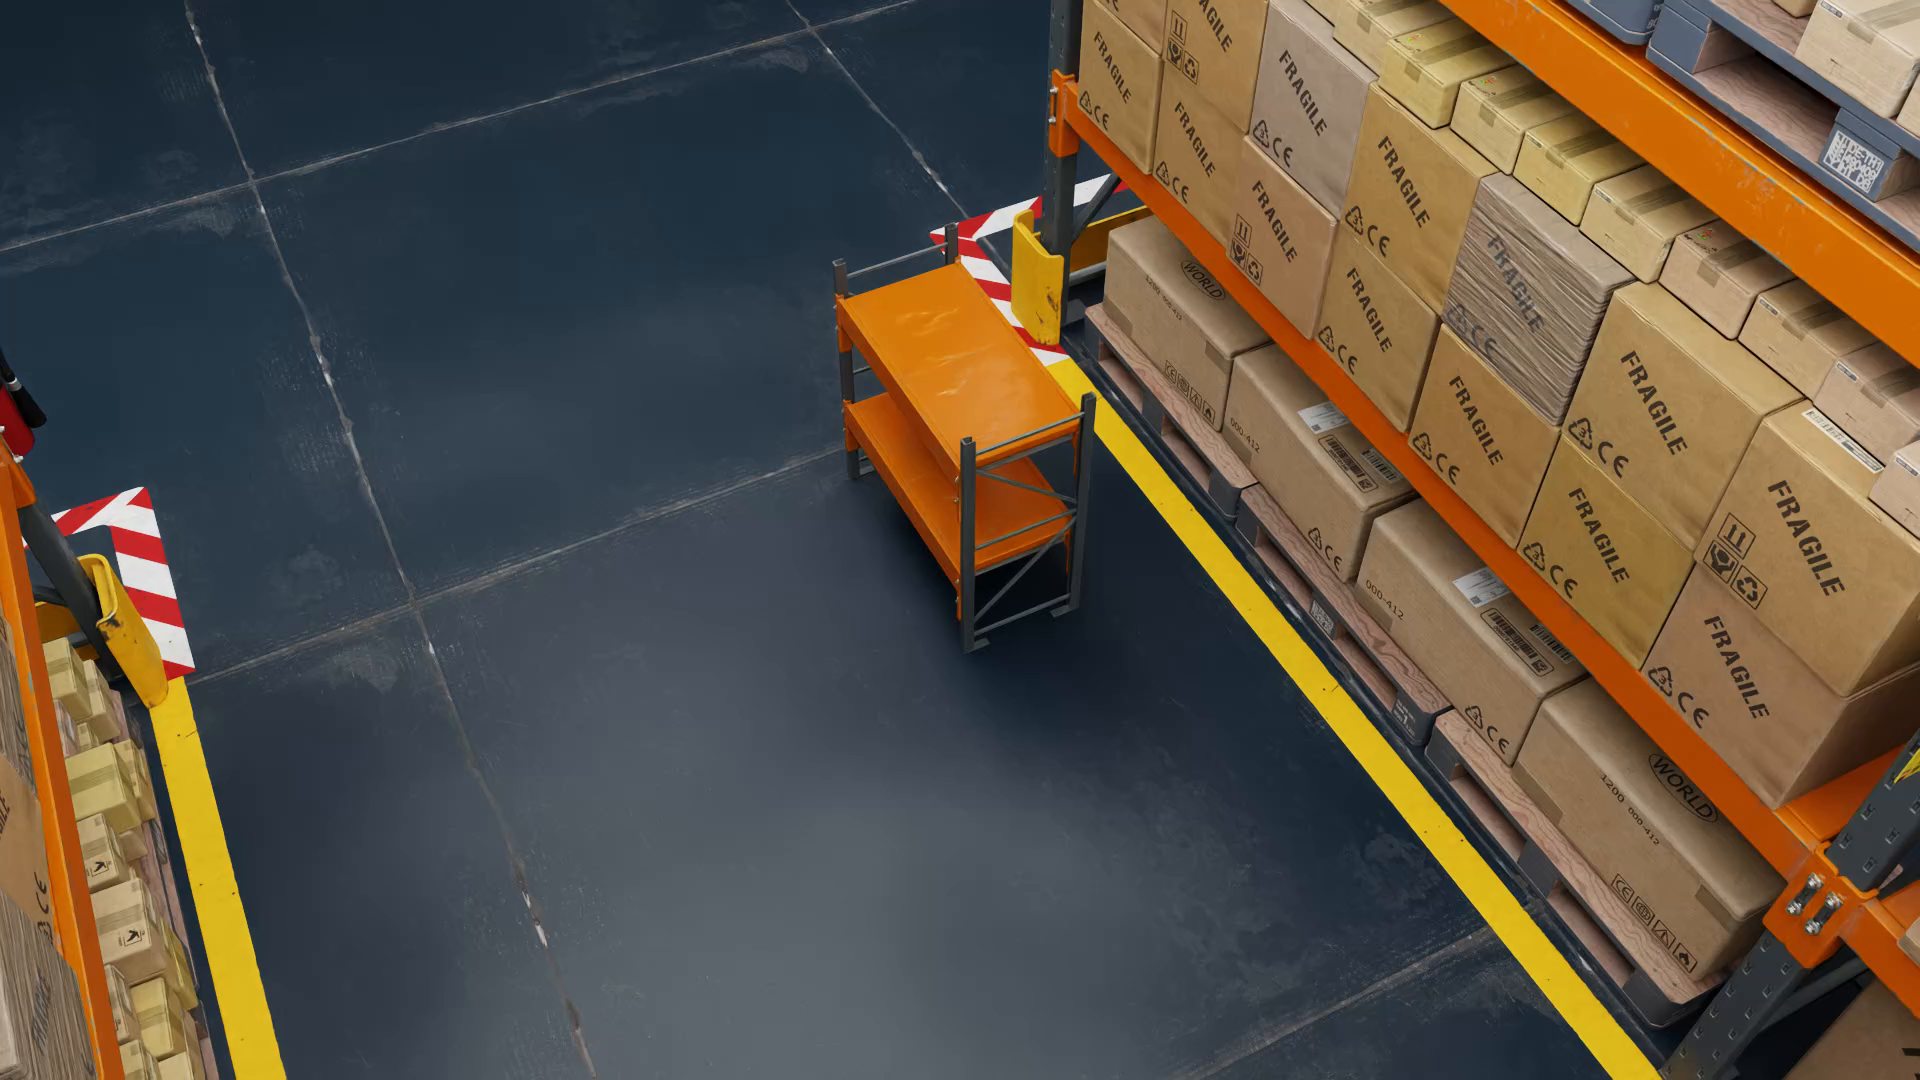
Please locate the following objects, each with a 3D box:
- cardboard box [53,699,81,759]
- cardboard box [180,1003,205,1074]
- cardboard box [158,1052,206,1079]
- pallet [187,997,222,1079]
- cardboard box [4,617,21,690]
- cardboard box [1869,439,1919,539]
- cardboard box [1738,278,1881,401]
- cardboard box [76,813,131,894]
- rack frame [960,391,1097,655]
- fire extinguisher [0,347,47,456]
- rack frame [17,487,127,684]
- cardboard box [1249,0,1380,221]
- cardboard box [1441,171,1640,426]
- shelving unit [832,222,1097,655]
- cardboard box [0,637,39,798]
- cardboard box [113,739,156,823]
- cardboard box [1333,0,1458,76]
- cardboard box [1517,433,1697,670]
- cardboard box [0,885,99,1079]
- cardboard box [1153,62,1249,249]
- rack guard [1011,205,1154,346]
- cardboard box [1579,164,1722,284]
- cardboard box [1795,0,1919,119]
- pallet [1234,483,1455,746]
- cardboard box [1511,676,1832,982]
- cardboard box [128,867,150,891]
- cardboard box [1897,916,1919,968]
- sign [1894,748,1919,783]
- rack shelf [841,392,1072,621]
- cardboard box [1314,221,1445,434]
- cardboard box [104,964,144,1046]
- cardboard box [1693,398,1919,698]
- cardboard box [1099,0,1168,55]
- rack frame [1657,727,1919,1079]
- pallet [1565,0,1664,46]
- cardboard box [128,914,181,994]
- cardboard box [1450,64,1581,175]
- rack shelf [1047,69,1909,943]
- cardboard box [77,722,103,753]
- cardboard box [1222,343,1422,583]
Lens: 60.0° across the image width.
[{"bbox_3d":[-3.006,0.699,5.258,0.380,0.149,0.250,-20,52,-17],"label":"cardboard box"},{"bbox_3d":[-2.455,1.564,4.897,0.380,0.149,0.250,-20,52,-17],"label":"cardboard box"},{"bbox_3d":[-2.303,1.639,4.634,0.380,0.149,0.250,-21,52,-17],"label":"cardboard box"},{"bbox_3d":[-2.608,1.980,4.771,1.003,0.211,1.213,-21,52,-18],"label":"pallet"},{"bbox_3d":[-2.791,0.348,4.513,0.380,0.149,0.250,-20,52,-17],"label":"cardboard box"},{"bbox_3d":[2.224,-0.128,3.600,0.380,0.149,0.250,-22,52,-18],"label":"cardboard box"},{"bbox_3d":[2.094,-0.512,3.936,0.380,0.149,0.250,-21,52,-17],"label":"cardboard box"},{"bbox_3d":[-2.713,1.024,4.974,0.380,0.149,0.250,-23,53,-19],"label":"cardboard box"},{"bbox_3d":[0.230,-0.035,5.926,0.500,1.125,0.032,-21,52,-18],"label":"rack frame"},{"bbox_3d":[-3.243,-0.540,5.421,0.296,0.674,0.183,-21,52,-18],"label":"fire extinguisher"},{"bbox_3d":[-3.538,-0.360,4.965,1.000,3.000,0.127,-21,52,-18],"label":"rack frame"},{"bbox_3d":[1.269,-1.391,5.135,0.500,0.500,0.500,-22,52,-18],"label":"cardboard box"},{"bbox_3d":[1.720,-0.719,4.548,0.500,0.500,0.500,-21,52,-17],"label":"cardboard box"},{"bbox_3d":[-0.003,-0.375,6.223,0.538,1.125,1.048,-21,52,-18],"label":"shelving unit"},{"bbox_3d":[-2.632,0.403,4.033,0.500,0.500,0.500,-21,52,-17],"label":"cardboard box"},{"bbox_3d":[-2.904,0.858,5.515,0.380,0.149,0.250,-20,52,-16],"label":"cardboard box"},{"bbox_3d":[1.314,-1.502,4.802,0.380,0.149,0.250,-21,52,-17],"label":"cardboard box"},{"bbox_3d":[1.968,-0.054,4.630,0.500,0.500,0.500,-22,52,-18],"label":"cardboard box"},{"bbox_3d":[-2.141,1.089,3.433,0.500,0.500,0.500,-22,52,-18],"label":"cardboard box"},{"bbox_3d":[1.038,-1.417,5.823,0.500,0.500,0.500,-22,52,-18],"label":"cardboard box"},{"bbox_3d":[0.806,-1.326,7.470,1.175,0.500,0.348,-21,52,-18],"label":"rack guard"},{"bbox_3d":[1.816,-0.831,4.215,0.380,0.149,0.250,-22,52,-18],"label":"cardboard box"},{"bbox_3d":[1.950,-1.026,3.376,0.380,0.149,0.250,-20,52,-17],"label":"cardboard box"},{"bbox_3d":[1.807,0.109,6.407,1.003,0.211,1.213,-21,52,-18],"label":"pallet"},{"bbox_3d":[2.456,0.792,5.380,0.875,0.438,0.875,-22,52,-18],"label":"cardboard box"},{"bbox_3d":[-2.735,1.225,5.194,0.380,0.149,0.250,-21,52,-17],"label":"cardboard box"},{"bbox_3d":[2.614,0.979,3.893,0.500,0.250,0.500,-22,52,-18],"label":"cardboard box"},{"bbox_3d":[2.155,0.425,3.650,0.100,0.325,0.005,-21,52,-18],"label":"sign"},{"bbox_3d":[-0.003,-0.214,6.407,0.538,0.278,1.000,-21,52,-18],"label":"rack shelf"},{"bbox_3d":[1.499,-0.741,5.231,0.500,0.500,0.500,-20,52,-16],"label":"cardboard box"},{"bbox_3d":[-2.518,1.399,4.646,0.380,0.149,0.250,-23,53,-19],"label":"cardboard box"},{"bbox_3d":[2.186,-0.039,3.953,0.500,0.500,0.500,-22,52,-18],"label":"cardboard box"},{"bbox_3d":[0.784,-2.076,5.735,0.500,0.500,0.500,-22,52,-18],"label":"cardboard box"},{"bbox_3d":[2.648,0.544,4.174,1.000,3.000,0.127,-21,52,-18],"label":"rack frame"},{"bbox_3d":[1.728,-1.781,4.274,1.003,0.211,1.213,-21,52,-18],"label":"pallet"},{"bbox_3d":[-2.555,1.286,4.942,0.380,0.149,0.250,-20,52,-17],"label":"cardboard box"},{"bbox_3d":[1.569,-1.165,4.507,0.380,0.149,0.250,-21,52,-18],"label":"cardboard box"},{"bbox_3d":[1.733,-0.558,5.616,1.077,0.370,4.000,-21,52,-18],"label":"rack shelf"},{"bbox_3d":[-2.971,0.790,5.376,0.380,0.149,0.250,-22,52,-18],"label":"cardboard box"},{"bbox_3d":[1.635,-0.411,6.432,0.875,0.438,0.875,-20,52,-17],"label":"cardboard box"}]
